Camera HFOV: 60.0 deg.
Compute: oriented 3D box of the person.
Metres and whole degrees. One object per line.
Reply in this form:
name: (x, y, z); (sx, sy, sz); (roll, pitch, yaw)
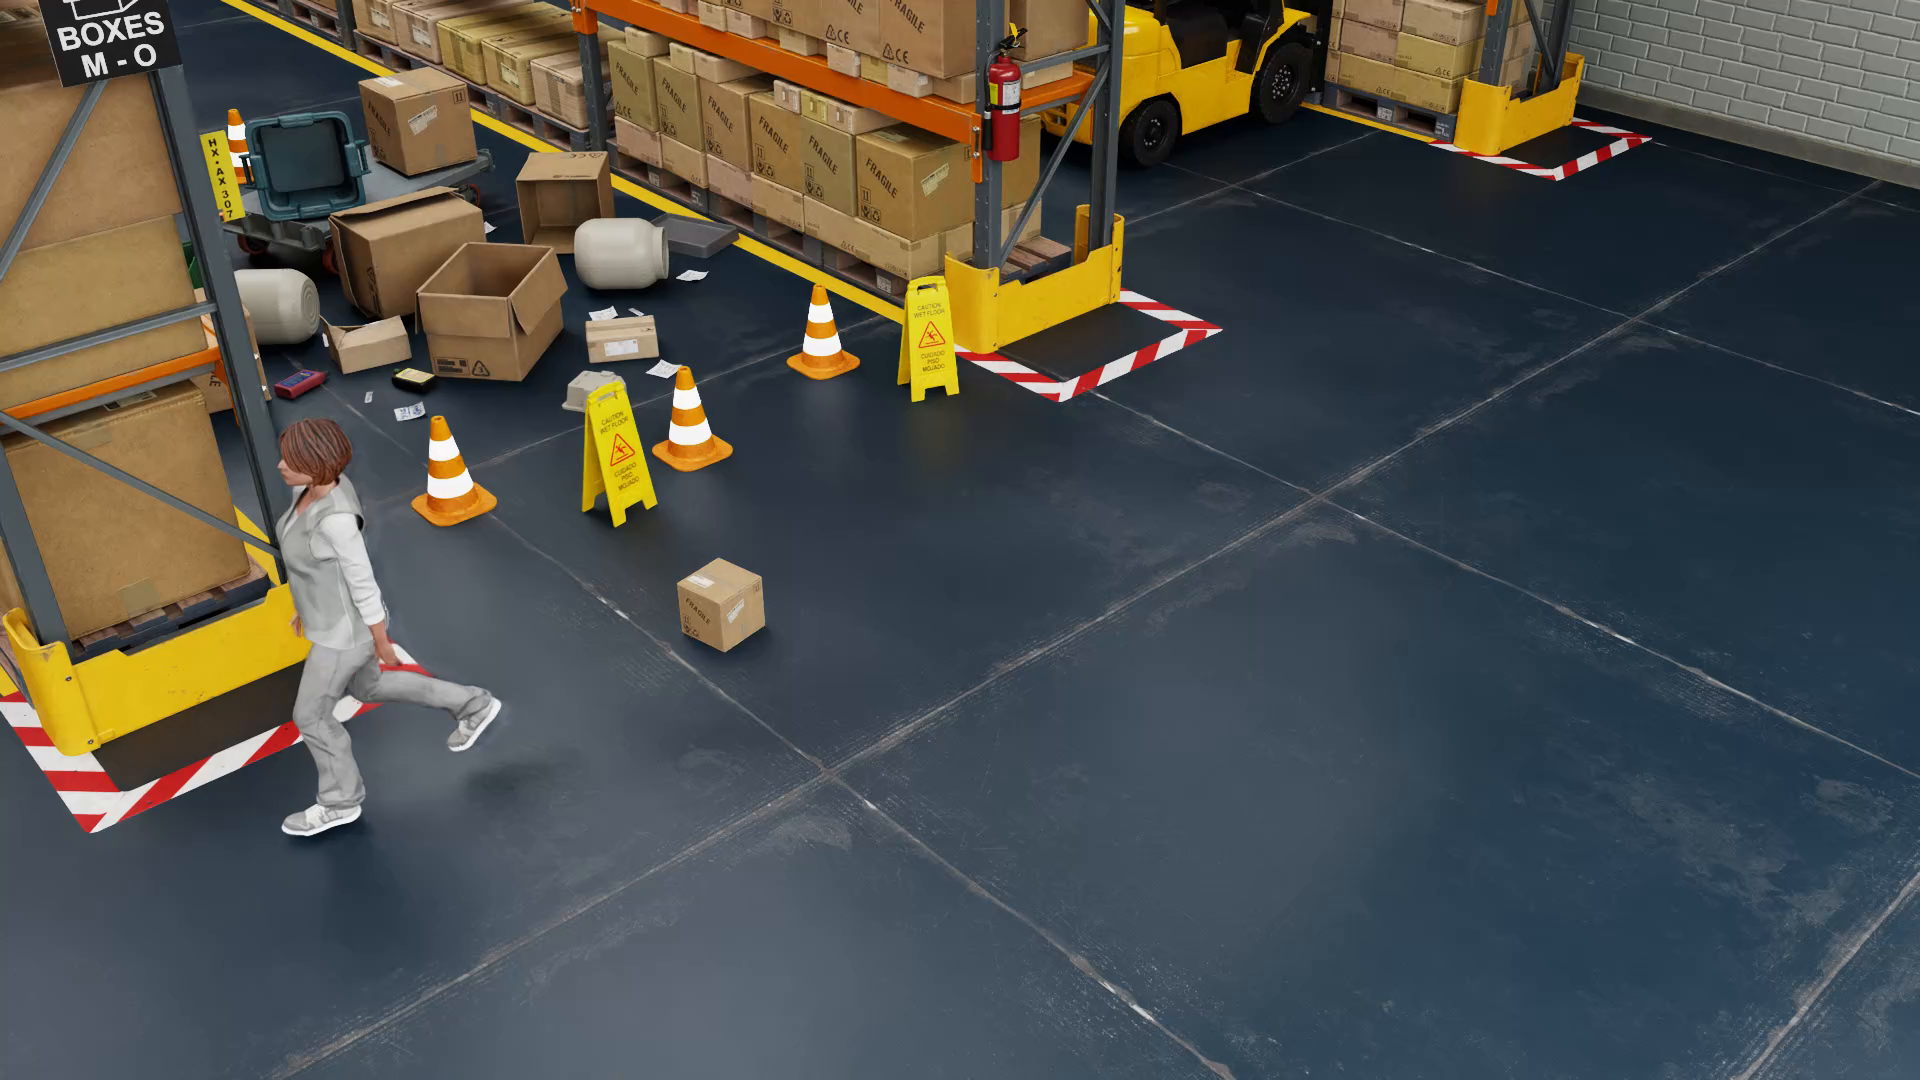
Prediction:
person: (-2.060, 0.273, 5.711); (0.828, 1.546, 0.398); (-13, 34, -20)
